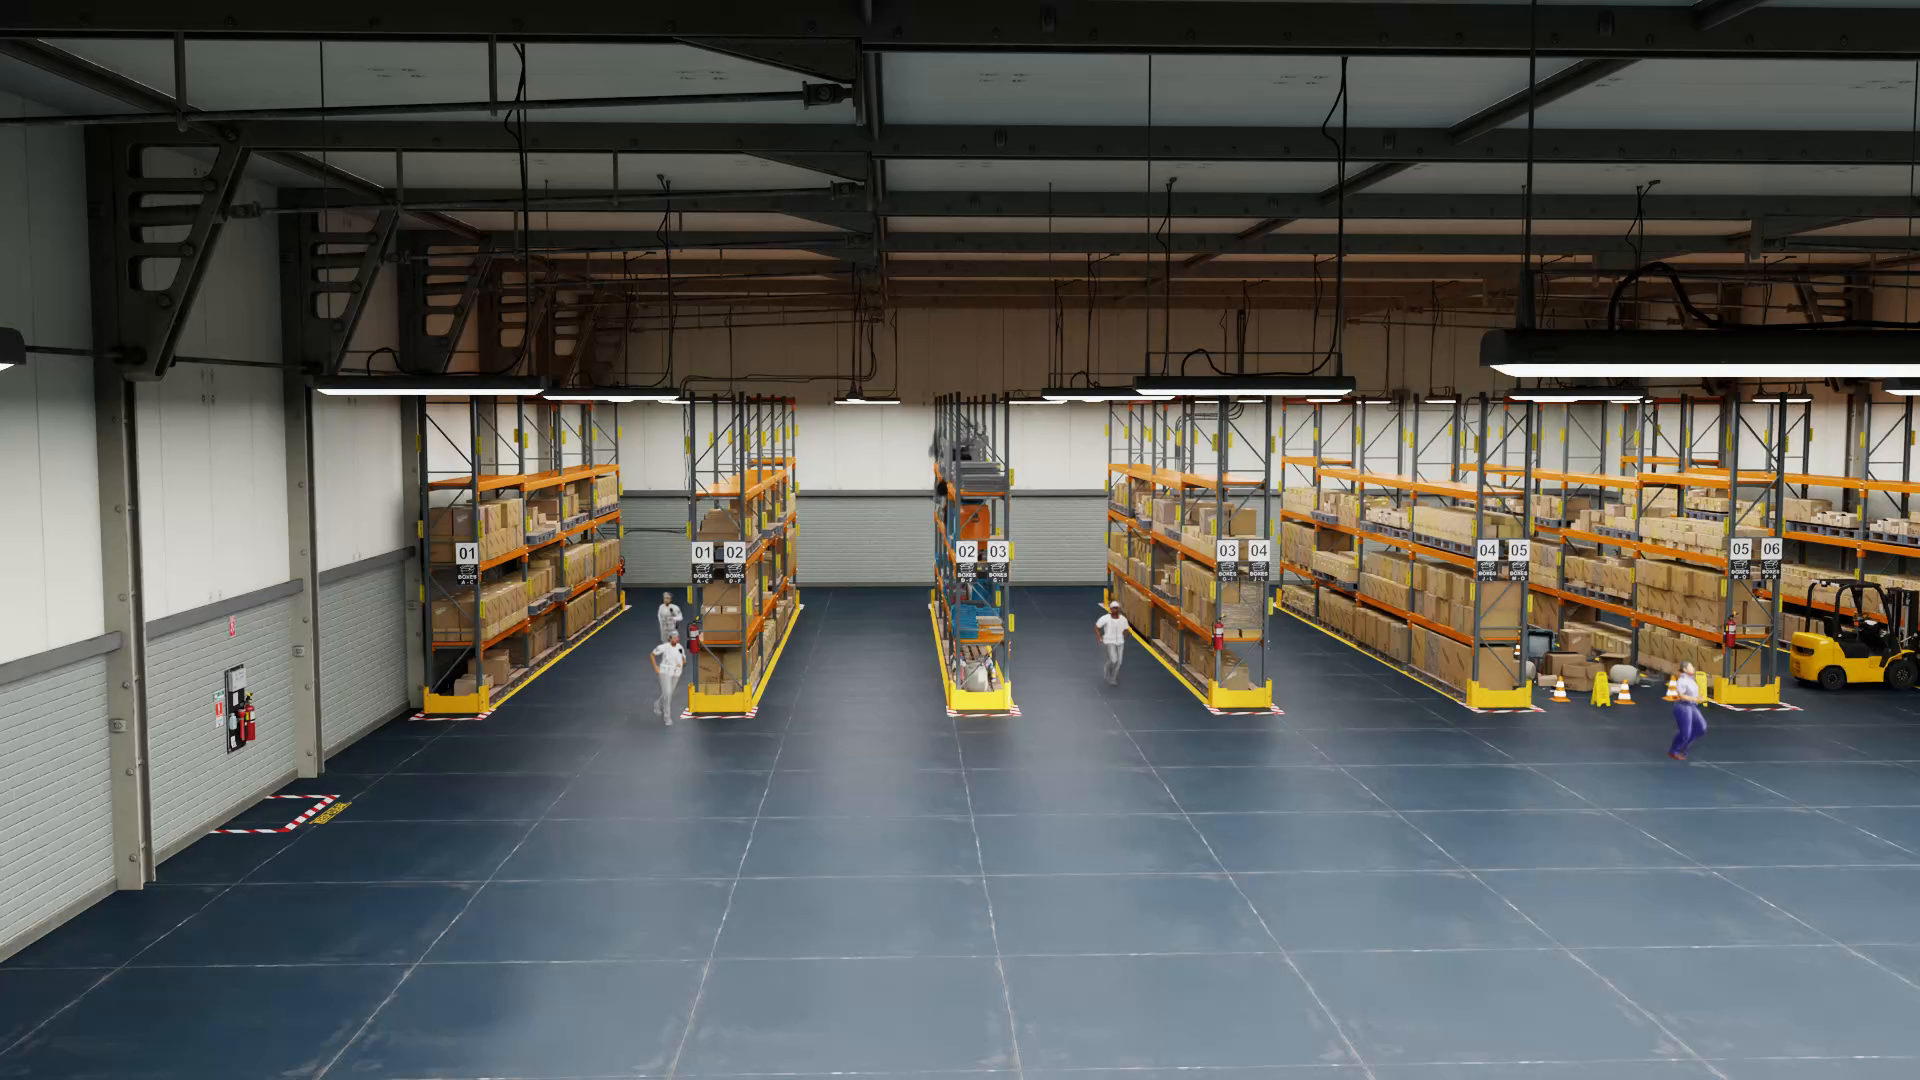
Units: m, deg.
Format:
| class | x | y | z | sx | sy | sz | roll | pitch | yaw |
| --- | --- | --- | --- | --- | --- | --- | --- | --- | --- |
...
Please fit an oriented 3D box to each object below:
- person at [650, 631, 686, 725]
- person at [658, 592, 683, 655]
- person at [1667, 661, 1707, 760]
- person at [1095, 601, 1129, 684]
| class | x | y | z | sx | sy | sz | roll | pitch | yaw |
| --- | --- | --- | --- | --- | --- | --- | --- | --- | --- |
| person | -5.299 | 2.486 | 30.365 | 0.636 | 1.679 | 0.884 | -4 | 6 | -42 |
| person | -6.306 | 1.993 | 36.170 | 0.584 | 1.750 | 0.775 | 0 | 5 | 1 |
| person | 11.764 | 2.755 | 26.875 | 0.570 | 1.617 | 0.661 | 4 | 6 | 40 |
| person | 3.171 | 2.122 | 34.109 | 0.690 | 1.721 | 0.597 | -1 | 5 | -17 |
